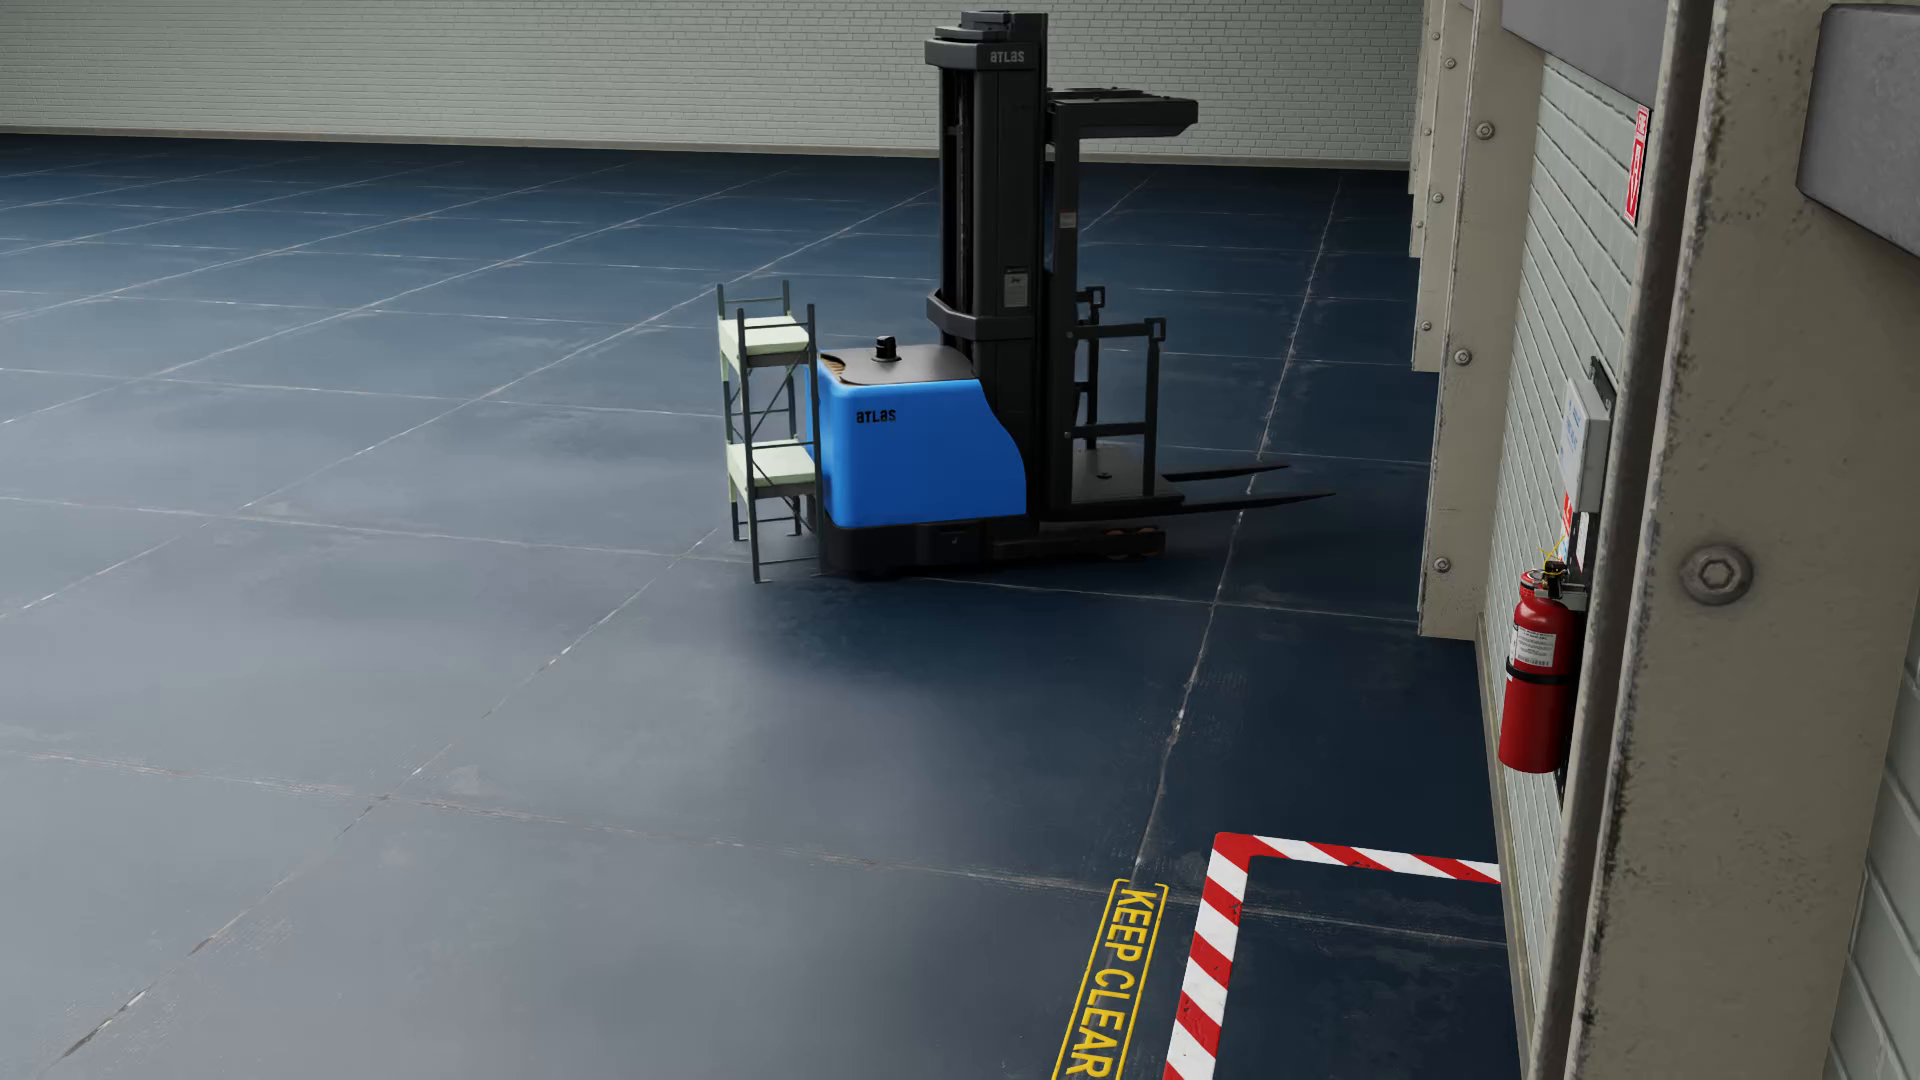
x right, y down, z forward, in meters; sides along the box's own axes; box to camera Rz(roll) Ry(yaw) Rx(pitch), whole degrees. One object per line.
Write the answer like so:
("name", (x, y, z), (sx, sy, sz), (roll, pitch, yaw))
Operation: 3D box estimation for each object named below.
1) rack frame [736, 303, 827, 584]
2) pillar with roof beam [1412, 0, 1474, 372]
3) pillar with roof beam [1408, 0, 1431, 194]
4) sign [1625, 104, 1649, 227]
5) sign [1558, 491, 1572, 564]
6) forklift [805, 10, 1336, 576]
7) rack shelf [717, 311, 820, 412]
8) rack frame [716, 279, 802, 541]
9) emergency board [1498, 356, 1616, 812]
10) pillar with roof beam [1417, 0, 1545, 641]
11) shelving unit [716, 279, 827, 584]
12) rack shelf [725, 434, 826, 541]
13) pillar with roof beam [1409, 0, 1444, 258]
("rack frame", (-0.938, -0.497, 8.808), (0.400, 1.500, 0.023), (-6, 20, -15))
("pillar with roof beam", (-0.226, -6.053, 13.486), (9.100, 9.000, 0.400), (5, 19, 13))
("pillar with roof beam", (2.706, -9.814, 24.497), (9.100, 9.000, 0.400), (5, 19, 13))
("sign", (1.756, -0.976, 4.317), (0.001, 0.298, 0.199), (5, 19, 13))
("sign", (1.893, -0.066, 5.185), (0.001, 0.329, 0.234), (5, 19, 13))
("forklift", (0.672, -1.433, 9.348), (3.031, 2.935, 1.130), (-5, 19, -14))
("rack shelf", (-1.045, -0.979, 9.014), (0.431, 0.370, 0.720), (-6, 20, -15))
("rack frame", (-1.138, -0.724, 9.475), (0.400, 1.500, 0.023), (-6, 20, -15))
("emergency board", (1.658, 0.116, 4.707), (0.194, 1.169, 0.643), (5, 19, 13))
("pillar with roof beam", (-1.692, -4.172, 7.980), (9.100, 9.000, 0.400), (5, 19, 13))
("shelving unit", (-1.038, -0.611, 9.141), (0.431, 1.500, 0.755), (-6, 20, -15))
("rack shelf", (-1.032, -0.303, 9.248), (0.431, 0.370, 0.720), (-6, 20, -15))
("pillar with roof beam", (1.240, -7.933, 18.992), (9.100, 9.000, 0.400), (5, 19, 13))
